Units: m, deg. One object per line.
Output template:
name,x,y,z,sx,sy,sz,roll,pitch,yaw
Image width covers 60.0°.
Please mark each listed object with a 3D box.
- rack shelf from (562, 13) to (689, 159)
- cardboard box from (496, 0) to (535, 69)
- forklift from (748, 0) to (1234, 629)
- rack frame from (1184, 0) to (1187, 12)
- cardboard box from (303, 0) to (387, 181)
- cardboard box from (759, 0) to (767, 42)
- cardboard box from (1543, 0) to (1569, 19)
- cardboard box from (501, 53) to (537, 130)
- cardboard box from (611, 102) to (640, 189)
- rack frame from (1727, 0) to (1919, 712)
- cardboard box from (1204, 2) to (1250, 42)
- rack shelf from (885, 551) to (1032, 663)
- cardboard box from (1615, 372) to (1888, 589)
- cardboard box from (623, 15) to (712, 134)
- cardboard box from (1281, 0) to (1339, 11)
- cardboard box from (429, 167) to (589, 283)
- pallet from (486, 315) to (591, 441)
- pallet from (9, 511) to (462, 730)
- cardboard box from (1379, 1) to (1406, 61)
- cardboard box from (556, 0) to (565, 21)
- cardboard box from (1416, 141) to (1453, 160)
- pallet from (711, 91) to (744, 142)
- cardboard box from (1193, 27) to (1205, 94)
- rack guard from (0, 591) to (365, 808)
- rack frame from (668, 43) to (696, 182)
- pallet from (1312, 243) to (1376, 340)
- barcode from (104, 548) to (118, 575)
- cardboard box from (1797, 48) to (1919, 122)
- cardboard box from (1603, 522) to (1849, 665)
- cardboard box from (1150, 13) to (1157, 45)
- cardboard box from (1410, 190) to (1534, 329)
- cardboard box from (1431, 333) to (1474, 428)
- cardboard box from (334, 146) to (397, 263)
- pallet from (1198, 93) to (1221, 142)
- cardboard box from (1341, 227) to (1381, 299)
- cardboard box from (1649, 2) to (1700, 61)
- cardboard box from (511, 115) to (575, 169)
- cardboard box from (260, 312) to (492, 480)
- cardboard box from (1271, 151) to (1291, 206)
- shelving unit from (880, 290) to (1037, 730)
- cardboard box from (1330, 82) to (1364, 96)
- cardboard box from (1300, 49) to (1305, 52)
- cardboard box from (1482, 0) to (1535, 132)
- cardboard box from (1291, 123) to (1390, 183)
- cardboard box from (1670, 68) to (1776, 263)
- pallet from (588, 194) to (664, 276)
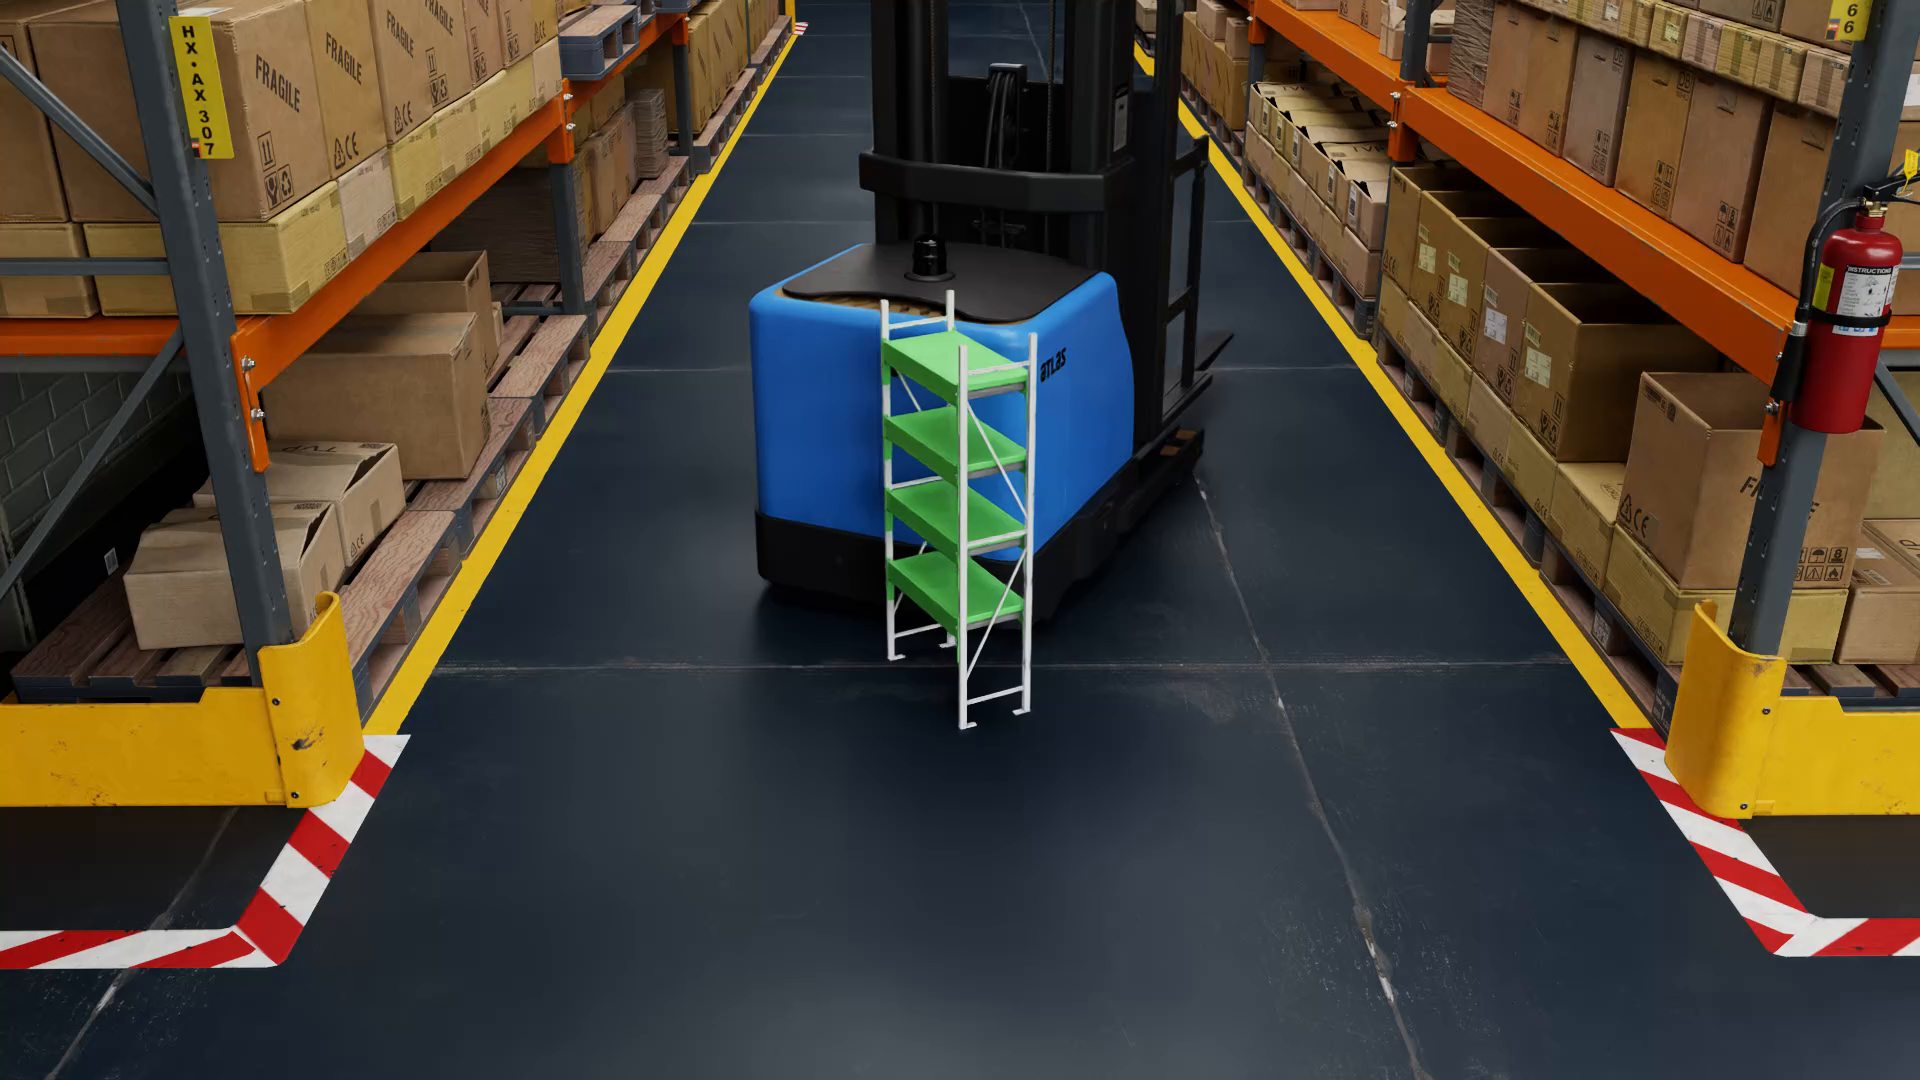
rack shelf,-2.391,-2.807,9.689,1.077,0.370,4.000,0,24,-1
cardboard box,-2.043,-2.194,6.708,0.500,0.500,0.500,0,24,-1
forklift,0.365,-1.620,6.275,1.130,2.935,3.031,11,26,22
rack frame,2.497,-5.631,15.060,1.000,3.000,0.127,0,24,-1
cardboard box,-2.025,-1.346,4.835,0.500,0.500,0.500,0,24,0
cardboard box,-2.367,-5.387,17.044,0.700,0.500,0.500,0,24,1
cardboard box,2.412,-2.033,6.196,0.380,0.149,0.250,-1,24,-2
cardboard box,-2.064,-1.852,6.863,0.500,0.250,0.500,0,24,0
cardboard box,-2.463,-2.511,10.661,0.700,0.500,0.500,0,24,-1
rack frame,2.628,-0.686,4.127,1.000,3.000,0.127,0,24,-1
cardboard box,2.276,-4.215,13.519,0.500,0.250,0.500,-1,24,-2
rack shelf,-0.011,0.185,5.121,0.258,0.148,0.480,-13,27,-26
cardboard box,2.325,-0.186,4.938,0.500,0.500,0.500,0,24,-1
cardboard box,-2.289,-3.474,12.391,0.750,0.750,0.750,-1,24,-1
cardboard box,2.357,-3.572,10.617,0.500,0.311,0.500,-1,24,-1
cardboard box,-2.394,-1.675,8.813,0.700,0.500,0.500,1,24,1
pallet,-2.326,-0.763,7.682,1.003,0.211,1.213,0,24,-1
pallet,-2.300,0.242,5.459,1.003,0.211,1.213,0,24,-1
cardboard box,2.391,-2.634,8.598,0.396,0.266,0.258,-1,24,-2
cardboard box,-2.340,-2.766,8.071,0.700,0.500,0.500,0,24,0
cardboard box,2.822,-2.119,9.442,0.500,0.311,0.500,-1,24,-2
pallet,-2.356,-3.515,13.765,1.003,0.211,1.213,0,24,-1
cardboard box,2.274,-4.066,14.100,0.500,0.500,0.500,0,24,0
rack guard,-2.326,0.445,4.658,1.175,0.500,0.348,0,24,-1
rack frame,-2.413,-3.959,11.363,1.000,3.000,0.127,0,24,-1
pallet,2.537,-1.367,9.017,1.003,0.211,1.213,0,24,-1
barcode,-2.643,0.067,5.179,0.001,0.075,0.075,0,24,-1
cardboard box,2.433,-1.184,4.319,0.380,0.149,0.250,-1,24,-1
cardboard box,2.327,0.156,5.093,0.500,0.250,0.500,0,24,-1
cardboard box,2.199,-5.149,16.723,0.500,0.311,0.500,0,24,-1
cardboard box,2.290,-1.216,7.216,0.500,0.500,0.500,0,24,-1
cardboard box,2.287,-0.668,6.915,0.500,0.250,0.500,0,24,-1
cardboard box,-2.033,-1.019,5.022,0.500,0.250,0.500,-1,24,-2
pallet,2.560,-3.521,13.780,1.003,0.211,1.213,0,24,-1
cardboard box,2.290,-1.442,8.626,0.500,0.250,0.500,0,24,-1
cardboard box,2.422,-1.609,5.259,0.380,0.149,0.250,0,24,1
cardboard box,-2.402,-2.198,9.060,0.500,0.250,0.500,-1,24,-2
cardboard box,-2.207,-0.547,6.318,0.700,0.500,0.500,-2,24,-4
cardboard box,2.271,-2.283,10.484,0.500,0.250,0.500,-1,24,-2
shelving unit,-0.011,-0.091,4.996,0.258,1.200,0.503,-13,27,-26
cardboard box,2.793,-2.962,11.305,0.500,0.311,0.500,0,24,1
cardboard box,2.810,-3.655,13.191,0.500,0.500,0.500,-1,24,-1
cardboard box,2.608,-1.980,6.866,0.700,0.500,0.500,-1,24,-1
cardboard box,2.276,-2.321,9.888,0.500,0.311,0.500,-1,24,-1
cardboard box,2.625,-1.140,5.010,0.700,0.500,0.500,0,24,1
pallet,-2.395,-1.865,10.117,1.003,0.211,1.213,0,24,-1
